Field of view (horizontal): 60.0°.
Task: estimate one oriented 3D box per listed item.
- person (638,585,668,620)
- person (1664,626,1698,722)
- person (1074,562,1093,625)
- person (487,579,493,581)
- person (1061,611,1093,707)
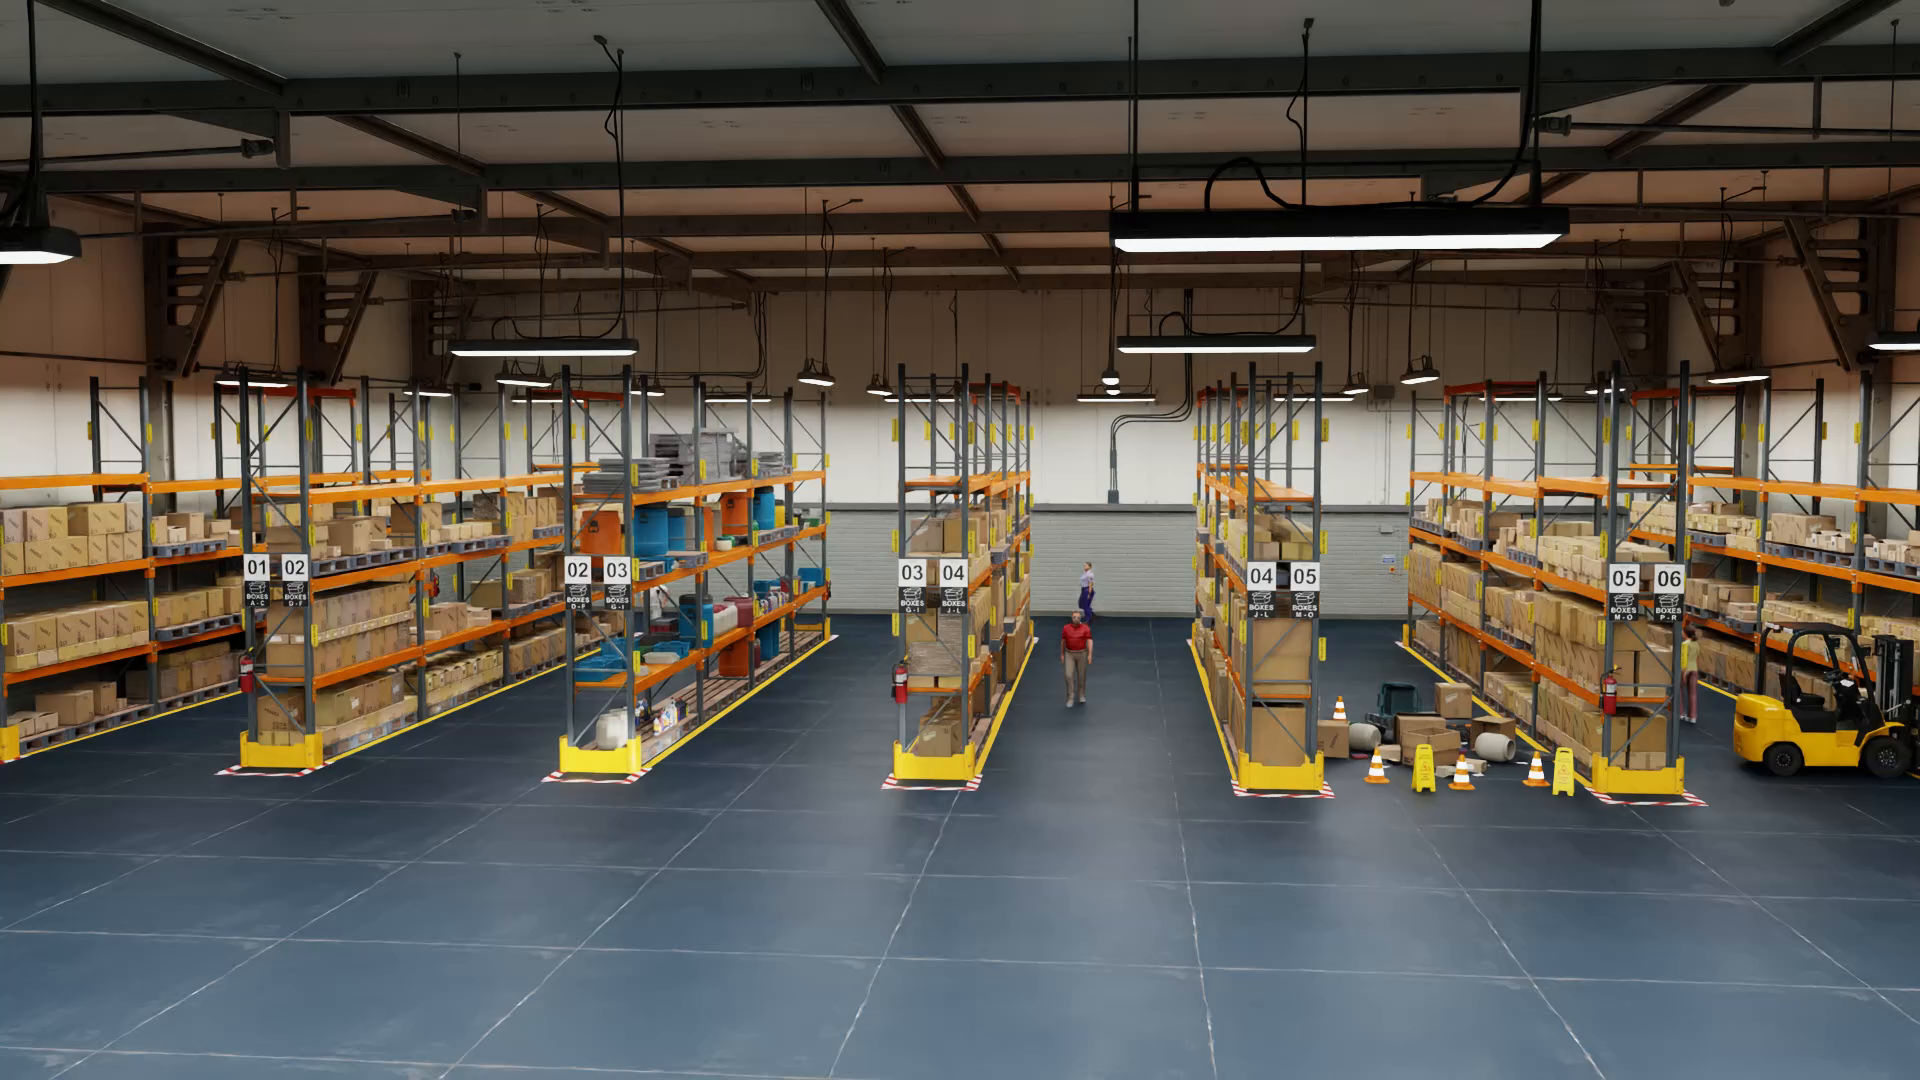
[{"bbox_3d":[-7.303,1.609,39.590,0.616,1.686,0.833,1,4,13],"label":"person"},{"bbox_3d":[12.633,2.332,28.900,0.439,1.675,0.773,0,4,-1],"label":"person"},{"bbox_3d":[3.220,1.393,43.358,0.433,1.668,0.522,0,4,-5],"label":"person"},{"bbox_3d":[-10.878,1.703,38.610,0.567,1.610,0.974,0,4,3],"label":"person"},{"bbox_3d":[2.156,2.184,30.738,0.592,1.757,0.640,1,4,12],"label":"person"}]
